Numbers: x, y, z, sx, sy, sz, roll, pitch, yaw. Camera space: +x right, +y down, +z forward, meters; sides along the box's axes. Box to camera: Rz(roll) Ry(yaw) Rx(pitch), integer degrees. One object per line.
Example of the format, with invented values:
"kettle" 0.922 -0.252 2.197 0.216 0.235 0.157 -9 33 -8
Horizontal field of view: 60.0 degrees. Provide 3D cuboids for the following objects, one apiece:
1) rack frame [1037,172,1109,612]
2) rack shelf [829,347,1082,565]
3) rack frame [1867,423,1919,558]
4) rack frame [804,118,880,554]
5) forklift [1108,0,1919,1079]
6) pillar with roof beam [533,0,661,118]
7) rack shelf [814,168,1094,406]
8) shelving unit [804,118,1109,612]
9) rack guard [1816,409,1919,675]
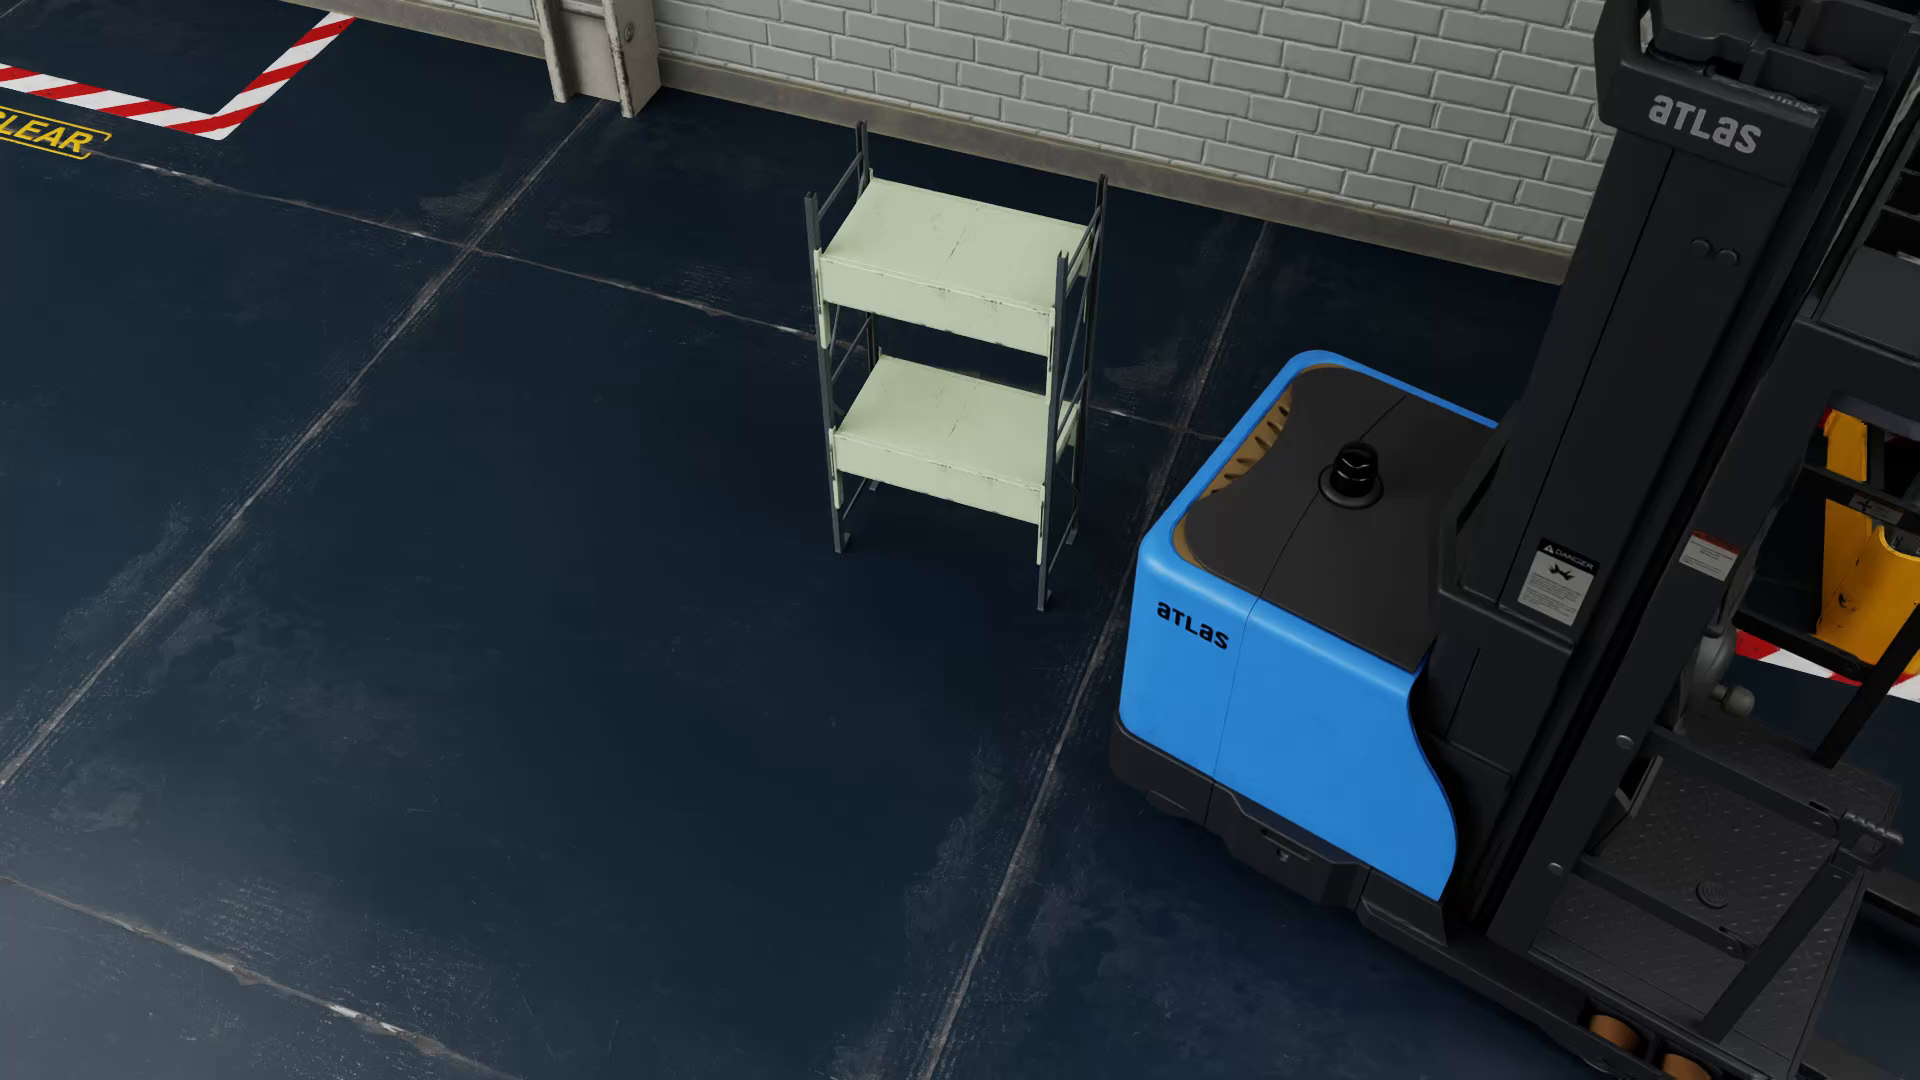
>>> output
"rack frame" 0.337 -0.397 5.102 0.023 1.500 0.400 16 51 13
"rack shelf" -0.006 -0.279 5.431 0.720 0.370 0.431 16 51 13
"rack frame" 3.090 -1.011 4.641 0.127 3.000 1.000 16 51 13
"rack frame" -0.350 -0.589 5.268 0.023 1.500 0.400 16 51 13
"forklift" 1.955 0.100 3.724 3.031 2.935 1.130 28 55 22
"pillar with roof beam" -3.074 -1.925 1.463 0.400 9.000 9.100 16 51 13
"rack shelf" -0.006 -0.749 4.890 0.720 0.370 0.431 16 51 13
"shelving unit" -0.006 -0.493 5.185 0.755 1.500 0.431 16 51 13
"rack guard" 3.161 -0.172 5.568 0.348 0.500 1.175 16 51 13
